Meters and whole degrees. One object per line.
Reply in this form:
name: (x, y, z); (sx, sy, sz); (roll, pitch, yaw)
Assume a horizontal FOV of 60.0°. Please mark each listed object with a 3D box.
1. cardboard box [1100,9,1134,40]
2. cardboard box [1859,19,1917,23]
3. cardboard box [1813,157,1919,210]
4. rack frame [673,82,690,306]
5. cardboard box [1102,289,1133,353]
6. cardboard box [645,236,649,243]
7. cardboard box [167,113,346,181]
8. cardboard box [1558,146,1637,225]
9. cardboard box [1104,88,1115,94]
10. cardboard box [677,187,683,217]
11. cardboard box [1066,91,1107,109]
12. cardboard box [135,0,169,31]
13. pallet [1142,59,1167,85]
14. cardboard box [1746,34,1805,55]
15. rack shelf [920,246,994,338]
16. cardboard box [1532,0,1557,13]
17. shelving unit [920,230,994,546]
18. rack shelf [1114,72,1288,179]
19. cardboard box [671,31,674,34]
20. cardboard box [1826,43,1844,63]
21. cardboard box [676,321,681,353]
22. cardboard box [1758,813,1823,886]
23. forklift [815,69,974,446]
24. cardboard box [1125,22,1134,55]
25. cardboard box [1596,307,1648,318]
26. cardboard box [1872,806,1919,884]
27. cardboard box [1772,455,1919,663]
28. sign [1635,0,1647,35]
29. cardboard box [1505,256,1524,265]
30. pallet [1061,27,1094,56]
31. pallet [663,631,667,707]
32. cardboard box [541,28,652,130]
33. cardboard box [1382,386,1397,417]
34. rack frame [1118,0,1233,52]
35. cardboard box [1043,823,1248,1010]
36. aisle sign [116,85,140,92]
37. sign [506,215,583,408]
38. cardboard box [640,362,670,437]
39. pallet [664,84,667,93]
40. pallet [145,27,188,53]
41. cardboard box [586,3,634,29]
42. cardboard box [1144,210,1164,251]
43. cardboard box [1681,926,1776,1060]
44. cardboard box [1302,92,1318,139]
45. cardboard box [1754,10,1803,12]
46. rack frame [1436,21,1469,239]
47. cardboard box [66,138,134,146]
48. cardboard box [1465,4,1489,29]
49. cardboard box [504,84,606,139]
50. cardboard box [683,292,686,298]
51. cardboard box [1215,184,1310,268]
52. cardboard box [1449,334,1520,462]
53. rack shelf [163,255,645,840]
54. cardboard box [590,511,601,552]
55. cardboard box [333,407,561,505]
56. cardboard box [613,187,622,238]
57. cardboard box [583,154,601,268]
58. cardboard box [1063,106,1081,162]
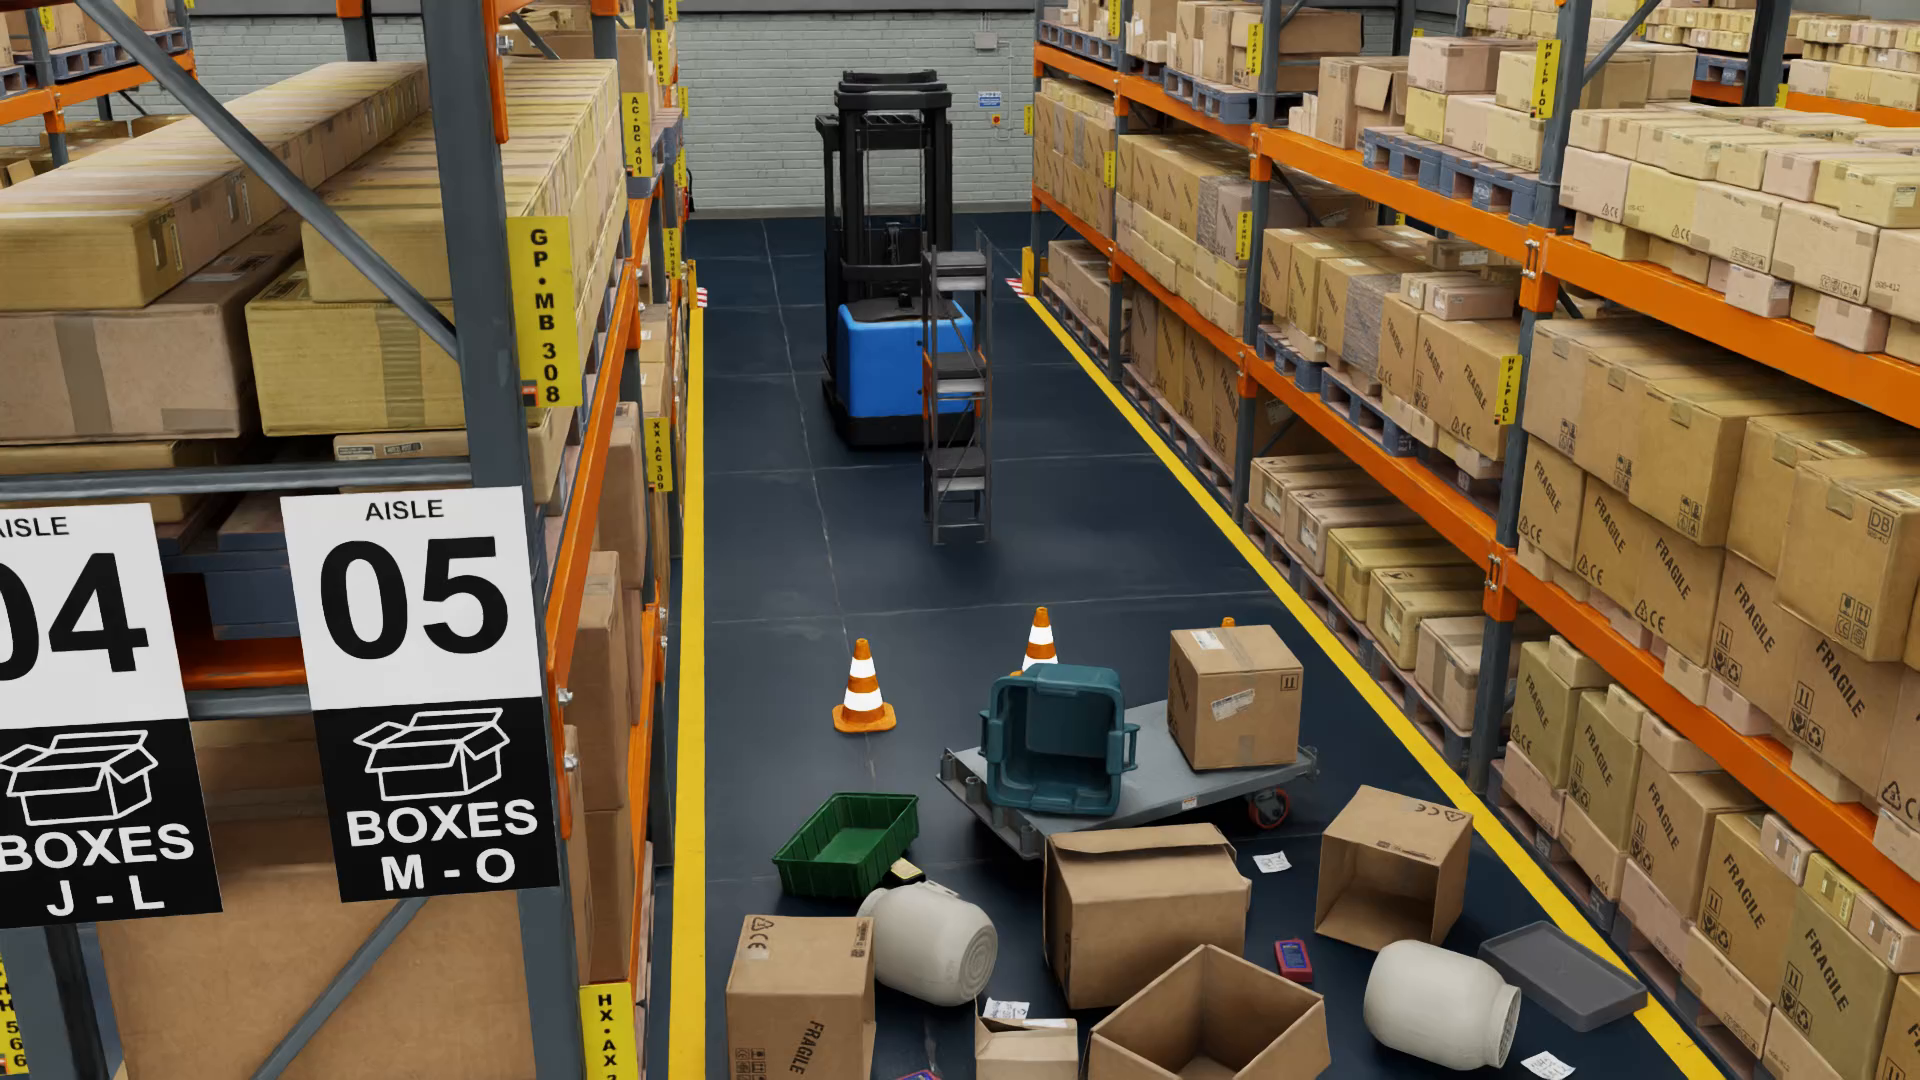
cardboard box: (1.496, -4.734, 15.267); (0.396, 0.266, 0.258); (-2, 21, -6)
cardboard box: (7.371, -4.048, 13.200); (0.380, 0.149, 0.250); (-3, 21, -8)
cardboard box: (3.087, -1.175, 5.508); (0.380, 0.149, 0.250); (-3, 21, -7)
rack frame: (-3.555, -4.044, 18.256); (1.000, 3.000, 0.127); (-3, 21, -8)
cardboard box: (1.921, -2.163, 16.282); (0.875, 0.438, 0.875); (-3, 21, -9)
cardboard box: (-2.387, -2.071, 11.883); (0.380, 0.149, 0.250); (-4, 21, -10)
cardboard box: (-1.853, -1.036, 4.393); (0.380, 0.149, 0.250); (-3, 21, -7)
cardboard box: (2.851, -1.482, 6.899); (0.500, 0.250, 0.500); (-3, 21, -9)
cardboard box: (1.722, -4.678, 17.456); (0.380, 0.149, 0.250); (-3, 21, -8)
cardboard box: (-2.916, -3.376, 15.901); (0.500, 0.500, 0.500); (-3, 21, -9)
cardboard box: (1.288, -4.472, 16.903); (0.380, 0.149, 0.250); (-3, 21, -9)
cardboard box: (-8.350, -5.347, 16.572); (0.700, 0.500, 0.500); (-4, 21, -11)
pallet: (2.086, -3.944, 13.976); (0.805, 0.209, 1.217); (-4, 21, -10)
cardboard box: (6.713, -4.072, 13.660); (0.380, 0.149, 0.250); (-2, 21, -7)
rack shelf: (-0.024, -1.684, 11.262); (0.431, 0.518, 0.480); (-3, 21, -8)
cardboard box: (6.279, -5.596, 17.200); (0.500, 0.250, 0.500); (-2, 21, -6)
shelving unit: (-0.024, -1.041, 11.502); (0.431, 2.100, 0.503); (-3, 21, -8)
rack shelf: (2.193, -3.319, 13.057); (1.077, 0.370, 4.000); (-3, 21, -8)
cardboard box: (-3.089, -4.886, 16.438); (0.500, 0.250, 0.500); (-2, 21, -5)
cardboard box: (7.007, -3.798, 12.956); (0.380, 0.149, 0.250); (-3, 21, -7)
cardboard box: (-2.560, -1.612, 13.646); (0.500, 0.250, 0.500); (-2, 21, -5)
cardboard box: (3.073, 1.081, 5.866); (0.380, 0.149, 0.250); (-2, 21, -5)
forklift: (-0.652, -2.623, 14.549); (1.130, 2.935, 3.031); (-4, 21, -10)
cardboard box: (1.631, -4.292, 14.224); (0.396, 0.266, 0.258); (-3, 21, -8)
cardboard box: (3.340, -1.041, 8.121); (0.380, 0.149, 0.250); (-3, 21, -8)
cardboard box: (3.140, 0.951, 5.243); (0.380, 0.149, 0.250); (-3, 21, -7)
cardboard box: (3.104, 0.044, 5.315); (0.700, 0.500, 0.500); (-3, 21, -8)
sign: (6.280, -4.813, 15.288); (0.100, 0.325, 0.005); (-3, 21, -8)
cardboard box: (6.296, -2.903, 18.175); (0.500, 0.500, 0.500); (-3, 21, -7)
pallet: (1.625, -5.012, 16.689); (1.003, 0.211, 1.213); (-3, 21, -8)
pallet: (-2.190, 0.731, 9.458); (1.003, 0.211, 1.213); (-3, 21, -8)
cardboard box: (-1.874, -2.382, 8.633); (0.500, 0.500, 0.500); (-3, 21, -8)
cardboard box: (2.578, -0.771, 9.252); (0.380, 0.149, 0.250); (-3, 21, -8)
rack frame: (1.905, -5.754, 14.261); (1.000, 3.000, 0.127); (-3, 21, -8)
cardboard box: (0.733, 1.513, 6.751); (0.797, 0.637, 0.503); (-3, 21, -8)
aisle sign: (-8.785, -5.056, 17.251); (0.394, 0.787, 0.004); (-3, 21, -8)
sign: (-0.699, -0.382, 2.802); (0.100, 0.325, 0.005); (-3, 21, -8)
cardboard box: (-1.851, -0.655, 9.041); (0.500, 0.500, 0.500); (-3, 21, -7)
pallet: (-2.995, -3.757, 13.469); (1.213, 0.211, 1.003); (-3, 21, -8)
pallet: (-8.361, -4.936, 16.484); (1.003, 0.211, 1.213); (-3, 21, -8)
cardboard box: (-2.338, -3.503, 11.285); (0.396, 0.266, 0.258); (-3, 21, -8)
cardboard box: (1.839, -2.586, 13.852); (0.500, 0.250, 0.500); (-3, 21, -7)
cardboard box: (3.104, 1.676, 6.272); (0.500, 0.250, 0.500); (-4, 21, -10)
cardboard box: (2.396, -2.695, 10.549); (0.396, 0.266, 0.258); (-3, 21, -8)
cardboard box: (7.107, -4.503, 14.389); (0.380, 0.149, 0.250); (-2, 21, -6)
rack frame: (6.240, -4.580, 19.692); (1.000, 3.000, 0.127); (-3, 21, -8)
cardboard box: (-7.860, -3.394, 15.233); (0.500, 0.500, 0.500); (-4, 21, -9)
cardboard box: (6.033, -5.887, 18.693); (0.500, 0.250, 0.500); (-3, 21, -8)
cardboard box: (-1.310, -1.332, 5.186); (0.380, 0.149, 0.250); (-3, 21, -8)
cardboard box: (-3.033, -2.518, 17.219); (0.380, 0.149, 0.250); (-3, 21, -7)
cardboard box: (2.148, -2.240, 11.854); (0.500, 0.500, 0.500); (-3, 21, -9)
cardboard box: (2.765, -0.705, 8.148); (0.500, 0.500, 0.500); (-3, 21, -9)
rack shelf: (-1.537, -0.265, 4.879); (1.077, 0.370, 4.000); (-3, 21, -8)
cardboard box: (-1.670, 0.043, 5.557); (0.875, 0.550, 0.550); (-3, 21, -8)
cardboard box: (-0.981, -0.170, 3.213); (0.380, 0.149, 0.250); (-3, 21, -7)
cardboard box: (-1.381, -1.133, 5.793); (0.380, 0.149, 0.250); (-3, 21, -7)
cardboard box: (-1.284, -0.926, 4.668); (0.500, 0.250, 0.500); (-3, 21, -8)
cardboard box: (1.352, -4.134, 16.926); (0.500, 0.500, 0.500); (-3, 21, -8)
